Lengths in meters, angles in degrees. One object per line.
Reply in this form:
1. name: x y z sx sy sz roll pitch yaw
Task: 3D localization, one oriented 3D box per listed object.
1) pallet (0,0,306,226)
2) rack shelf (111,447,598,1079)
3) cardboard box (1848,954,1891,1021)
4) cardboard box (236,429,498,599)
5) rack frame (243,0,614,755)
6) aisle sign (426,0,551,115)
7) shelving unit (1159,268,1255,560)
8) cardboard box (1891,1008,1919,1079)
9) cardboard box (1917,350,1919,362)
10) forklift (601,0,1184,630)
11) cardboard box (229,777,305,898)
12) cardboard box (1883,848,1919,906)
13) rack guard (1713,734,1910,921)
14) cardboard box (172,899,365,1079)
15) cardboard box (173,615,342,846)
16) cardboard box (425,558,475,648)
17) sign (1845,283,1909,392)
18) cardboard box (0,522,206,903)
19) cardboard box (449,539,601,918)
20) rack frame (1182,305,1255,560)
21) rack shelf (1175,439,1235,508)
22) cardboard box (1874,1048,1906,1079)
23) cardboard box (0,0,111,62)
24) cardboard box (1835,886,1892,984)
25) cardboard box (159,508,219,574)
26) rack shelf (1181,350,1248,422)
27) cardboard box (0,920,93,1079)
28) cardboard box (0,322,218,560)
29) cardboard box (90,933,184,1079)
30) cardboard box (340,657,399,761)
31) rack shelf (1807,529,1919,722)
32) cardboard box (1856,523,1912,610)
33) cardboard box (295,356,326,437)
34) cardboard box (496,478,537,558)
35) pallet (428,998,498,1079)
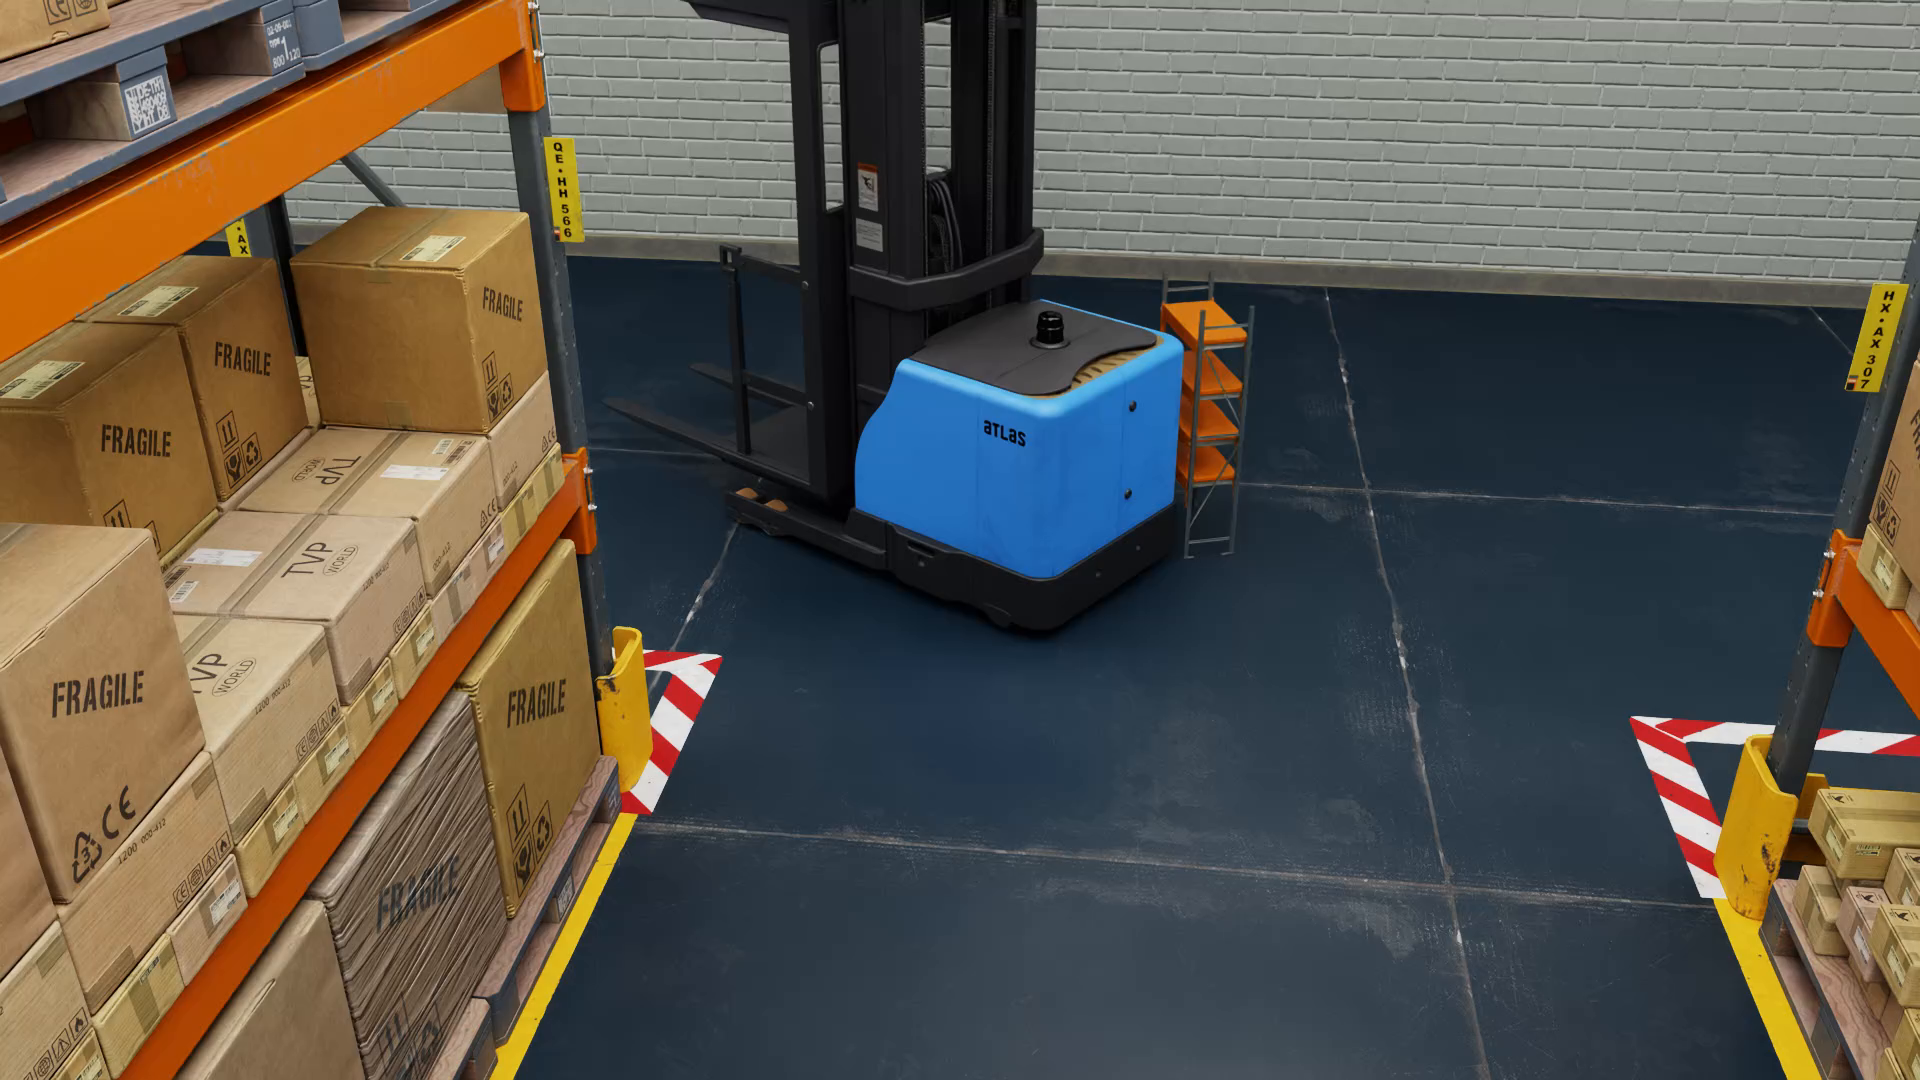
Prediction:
1. pallet: -1.983 -0.854 3.103 1.003 0.211 1.213 3 28 6
2. rack shelf: -2.001 0.760 3.934 1.077 0.370 4.000 3 28 6
3. cardboard box: 2.822 1.264 4.804 0.380 0.149 0.250 3 28 6
4. cardboard box: -1.614 -0.080 4.581 0.500 0.250 0.500 3 28 5
5. rack frame: -1.756 -0.498 5.511 1.000 3.000 0.127 3 28 6
6. aisle sign: -1.449 -1.659 4.925 0.394 0.787 0.004 3 28 6
7. shelving unit: 1.081 -0.567 7.537 0.258 1.200 0.503 -6 29 -11
8. cardboard box: 2.665 1.369 4.295 0.380 0.149 0.250 4 29 8
9. cardboard box: 2.836 -0.581 4.193 0.500 0.500 0.500 3 28 6
10. forklift: -0.484 -1.481 7.408 3.031 2.935 1.130 21 35 34
11. cardboard box: -1.690 0.642 3.661 0.380 0.149 0.250 3 28 5
12. cardboard box: 2.839 1.010 4.648 0.380 0.149 0.250 4 29 7
13. rack guard: 3.145 0.974 5.414 1.175 0.500 0.348 3 28 6
14. cardboard box: -1.975 1.406 3.775 0.875 0.875 0.875 3 28 6
15. cardboard box: -1.736 0.405 3.681 0.500 0.250 0.500 3 29 6
16. cardboard box: -1.566 0.158 4.559 0.380 0.149 0.250 4 29 7
17. sign: 2.616 -0.575 4.741 0.100 0.325 0.005 3 28 6
18. cardboard box: -1.806 0.303 3.079 0.500 0.500 0.500 2 28 5
19. cardboard box: -1.755 0.559 5.348 0.875 0.875 0.875 3 28 6
20. rack frame: 1.134 -0.454 7.327 0.240 1.200 0.015 -6 29 -11
21. rack shelf: 1.081 -0.333 7.663 0.258 0.148 0.480 -6 29 -11
22. cardboard box: 2.658 1.496 4.374 0.380 0.149 0.250 4 29 7
23. cardboard box: -1.934 -1.071 2.759 0.700 0.500 0.500 5 29 8
24. cardboard box: 2.746 1.135 4.731 0.380 0.149 0.250 3 28 6
25. cardboard box: -2.205 0.129 4.192 0.500 0.250 0.500 2 28 4
26. rack shelf: 1.081 -0.704 7.462 0.258 0.148 0.480 -6 29 -11
27. cardboard box: -1.862 0.880 2.798 0.500 0.250 0.500 3 28 6
28. cardboard box: -2.201 -0.203 4.018 0.500 0.500 0.500 3 28 5
29. cardboard box: -1.754 0.884 3.212 0.380 0.149 0.250 3 28 5
30. cardboard box: -1.627 0.403 4.105 0.380 0.149 0.250 3 29 6
31. rack shelf: 2.910 1.096 3.311 1.077 0.370 4.000 3 28 6
32. cardboard box: 2.790 0.082 4.700 0.380 0.149 0.250 3 28 6
33. cardboard box: -2.082 -0.352 5.086 0.500 0.250 0.500 3 28 5
34. cardboard box: -1.503 -0.078 4.997 0.380 0.149 0.250 4 29 7
35. pallet: -1.928 1.683 4.403 1.003 0.211 1.213 3 28 6
